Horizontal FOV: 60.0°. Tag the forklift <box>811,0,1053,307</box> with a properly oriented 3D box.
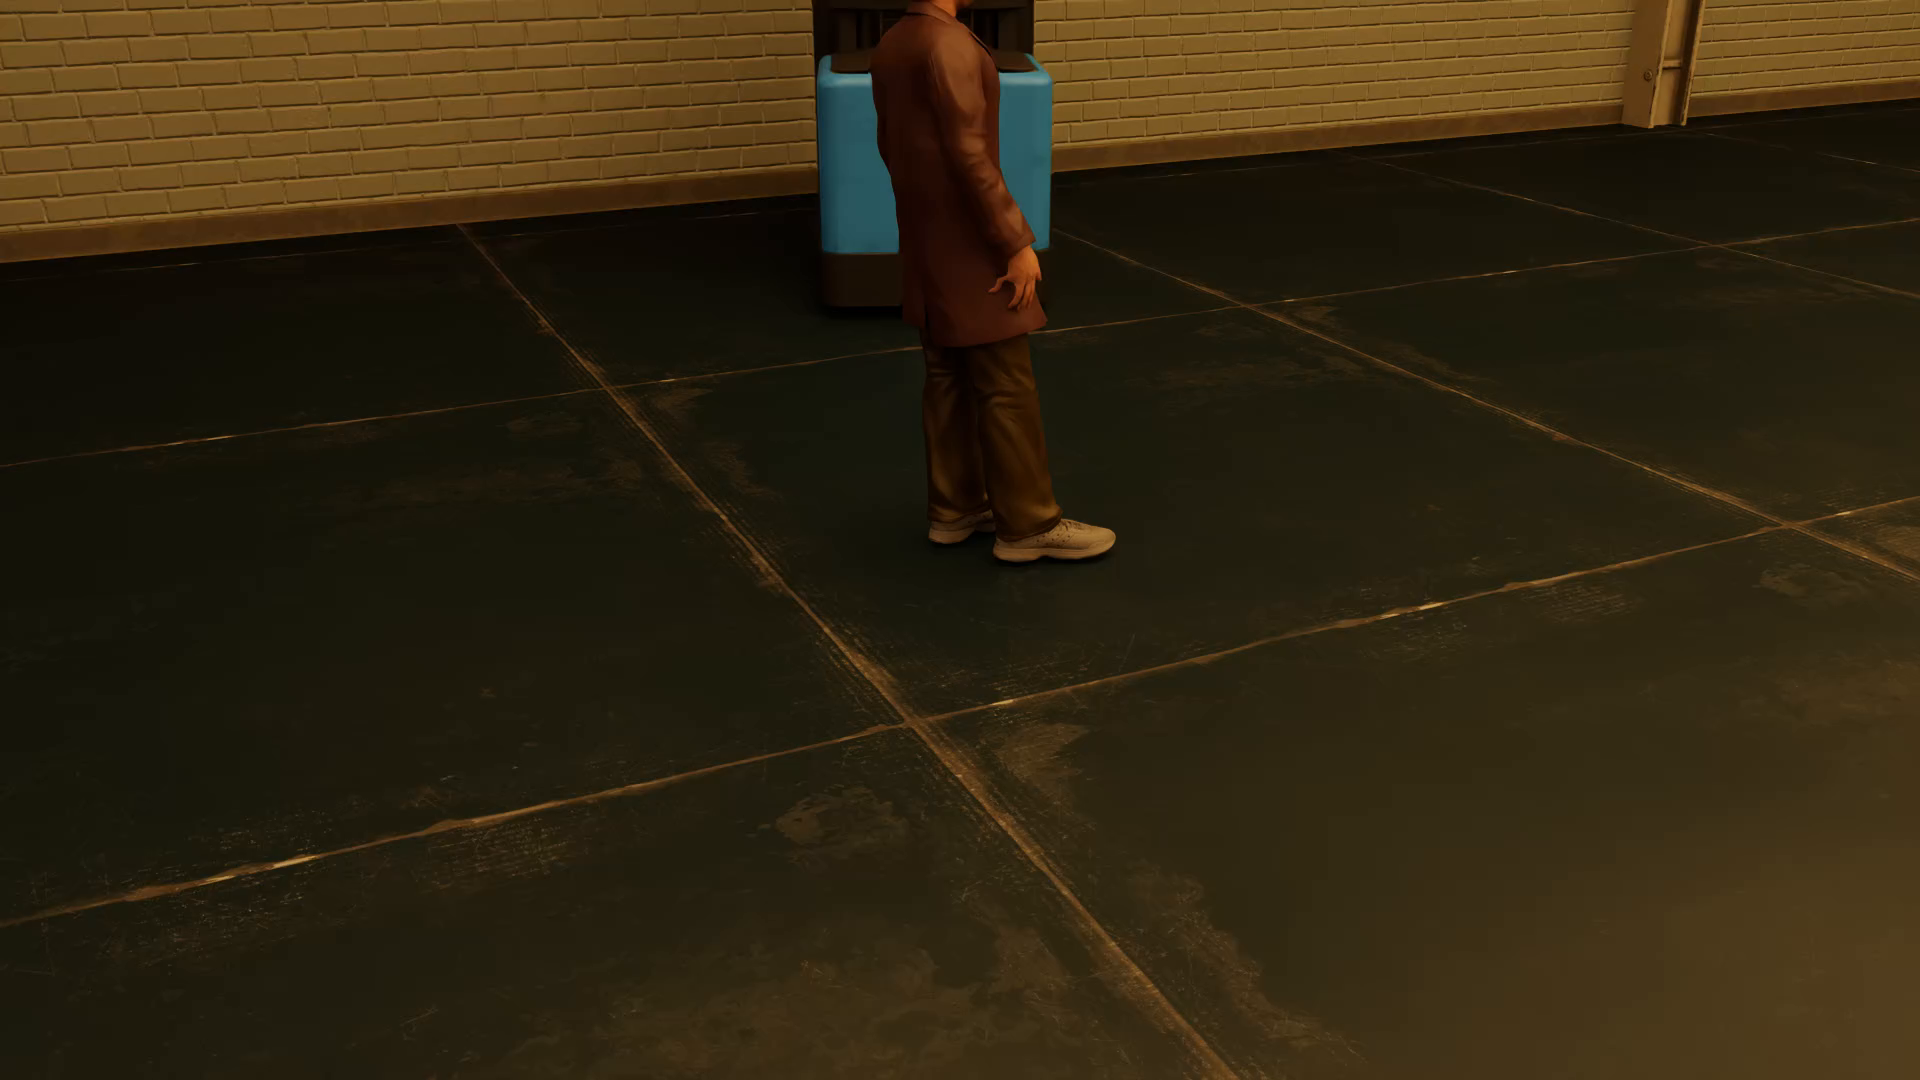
[{"bbox_3d":[-0.196,-2.914,8.302,1.130,2.935,3.031,-1,23,-3],"label":"forklift"}]

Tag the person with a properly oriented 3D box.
[{"bbox_3d":[0.085,-0.841,4.796,0.579,1.777,0.698,-10,25,-23],"label":"person"}]
